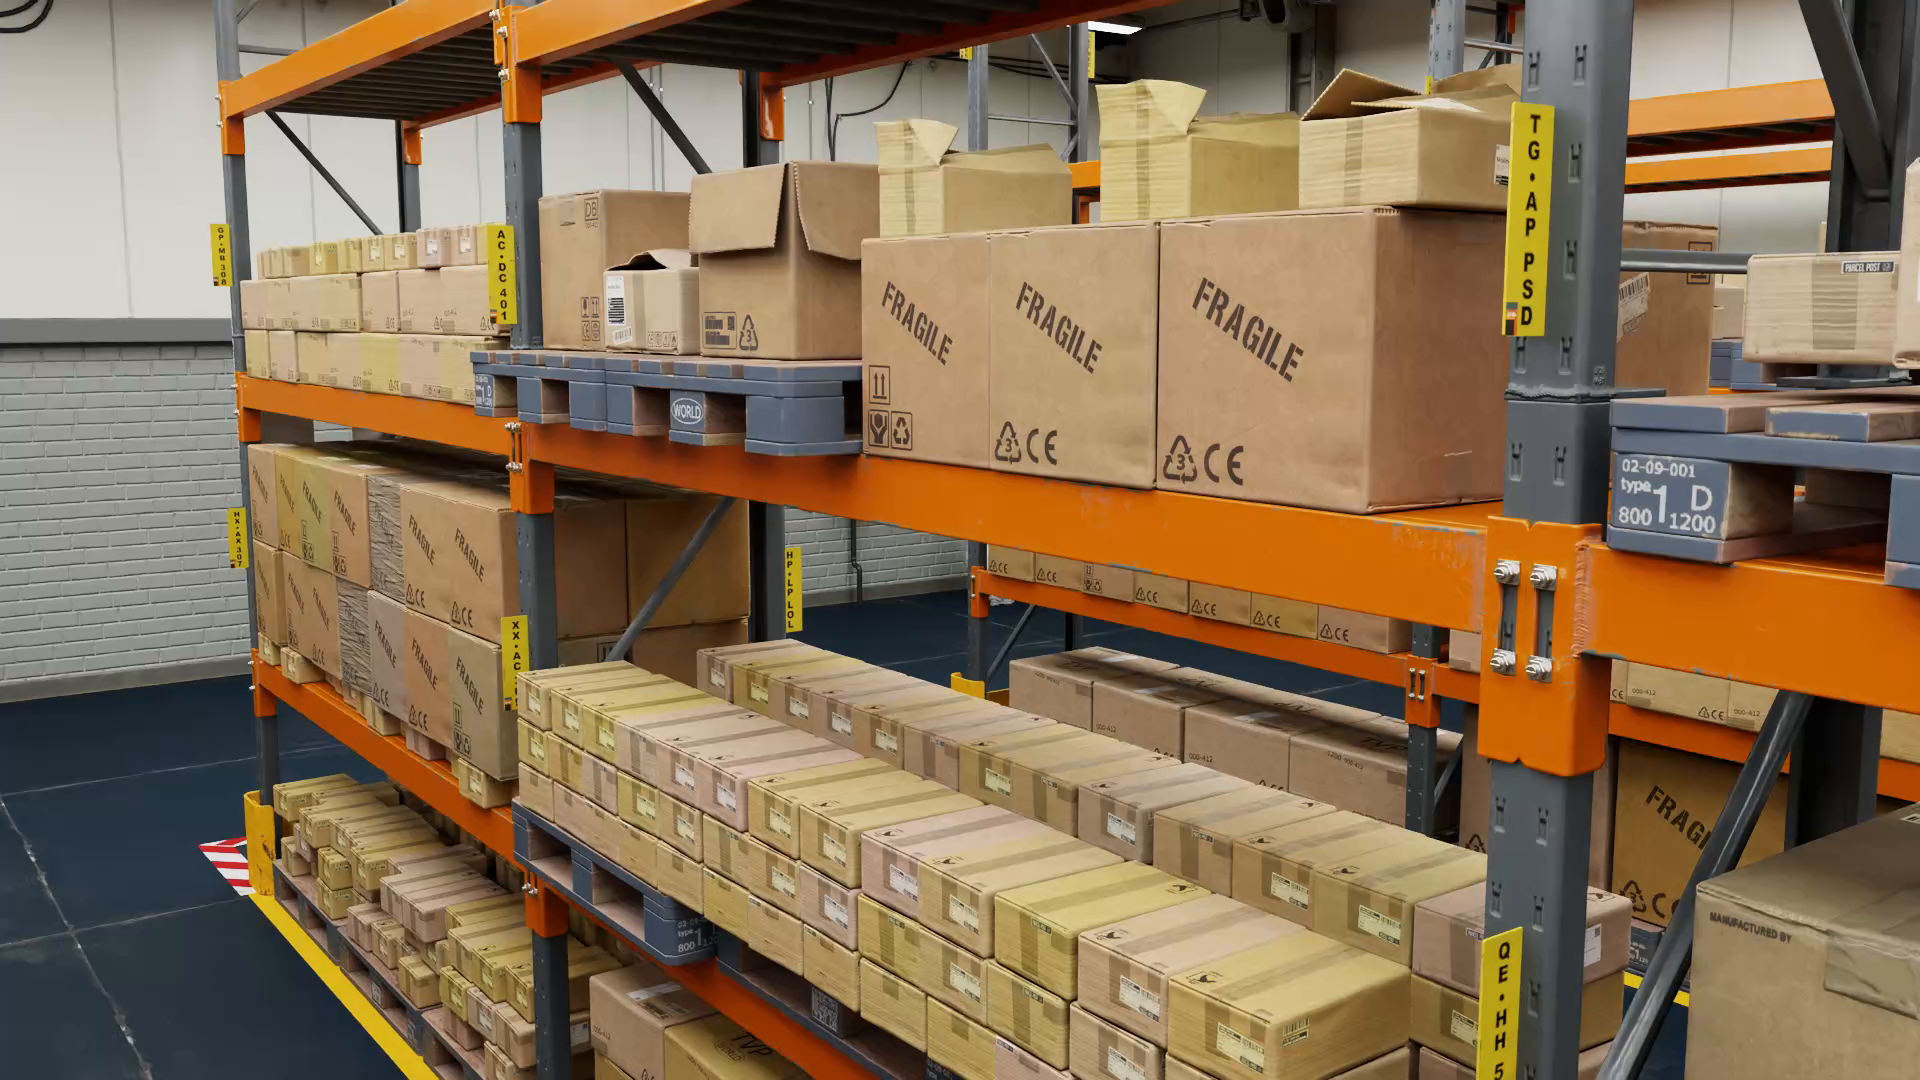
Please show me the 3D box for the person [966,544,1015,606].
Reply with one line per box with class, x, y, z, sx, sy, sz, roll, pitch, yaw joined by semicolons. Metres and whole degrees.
person;0.497;0.317;18.252;0.939;0.875;0.535;-6;10;-37
